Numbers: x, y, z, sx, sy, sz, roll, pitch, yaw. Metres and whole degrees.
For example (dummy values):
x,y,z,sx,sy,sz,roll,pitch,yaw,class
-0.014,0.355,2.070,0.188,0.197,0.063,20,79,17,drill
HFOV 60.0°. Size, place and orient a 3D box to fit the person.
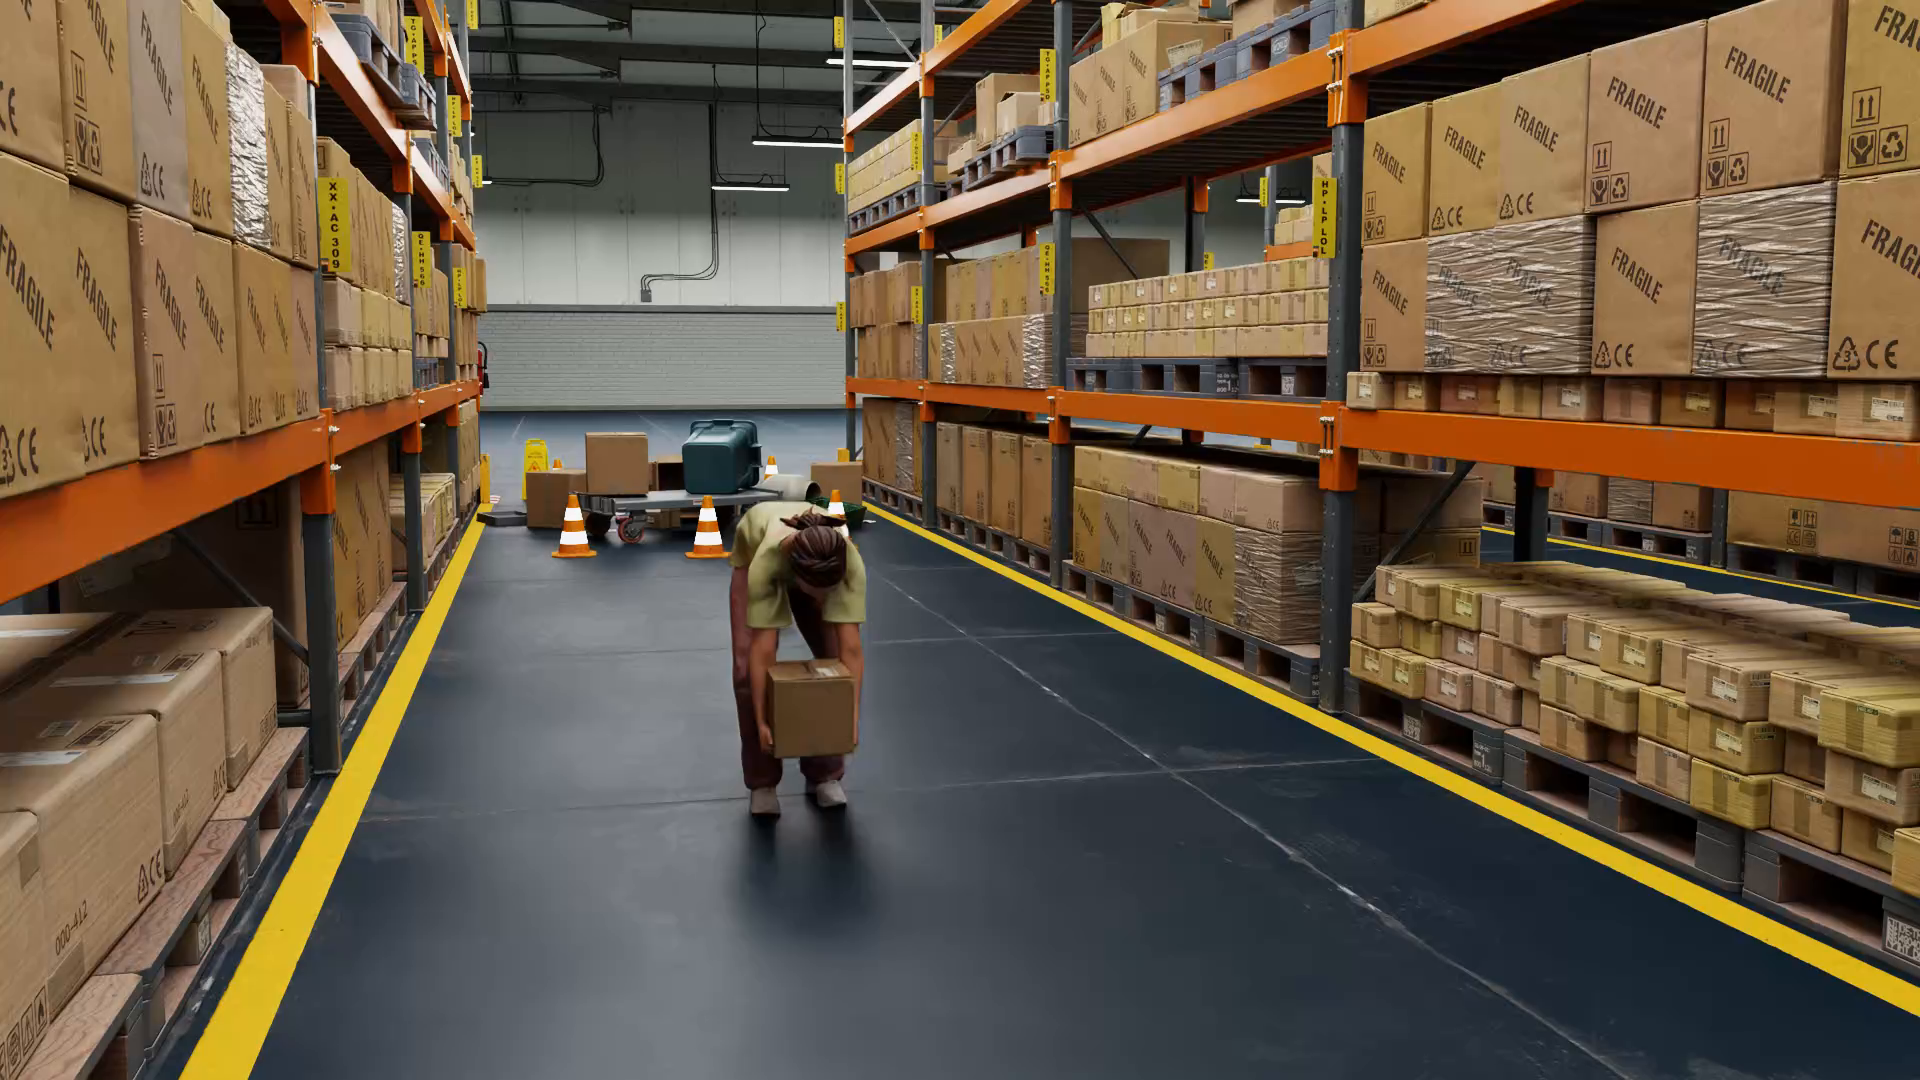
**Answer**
x,y,z,sx,sy,sz,roll,pitch,yaw,class
-0.515,0.394,5.420,0.428,1.051,0.872,-2,6,-16,person
